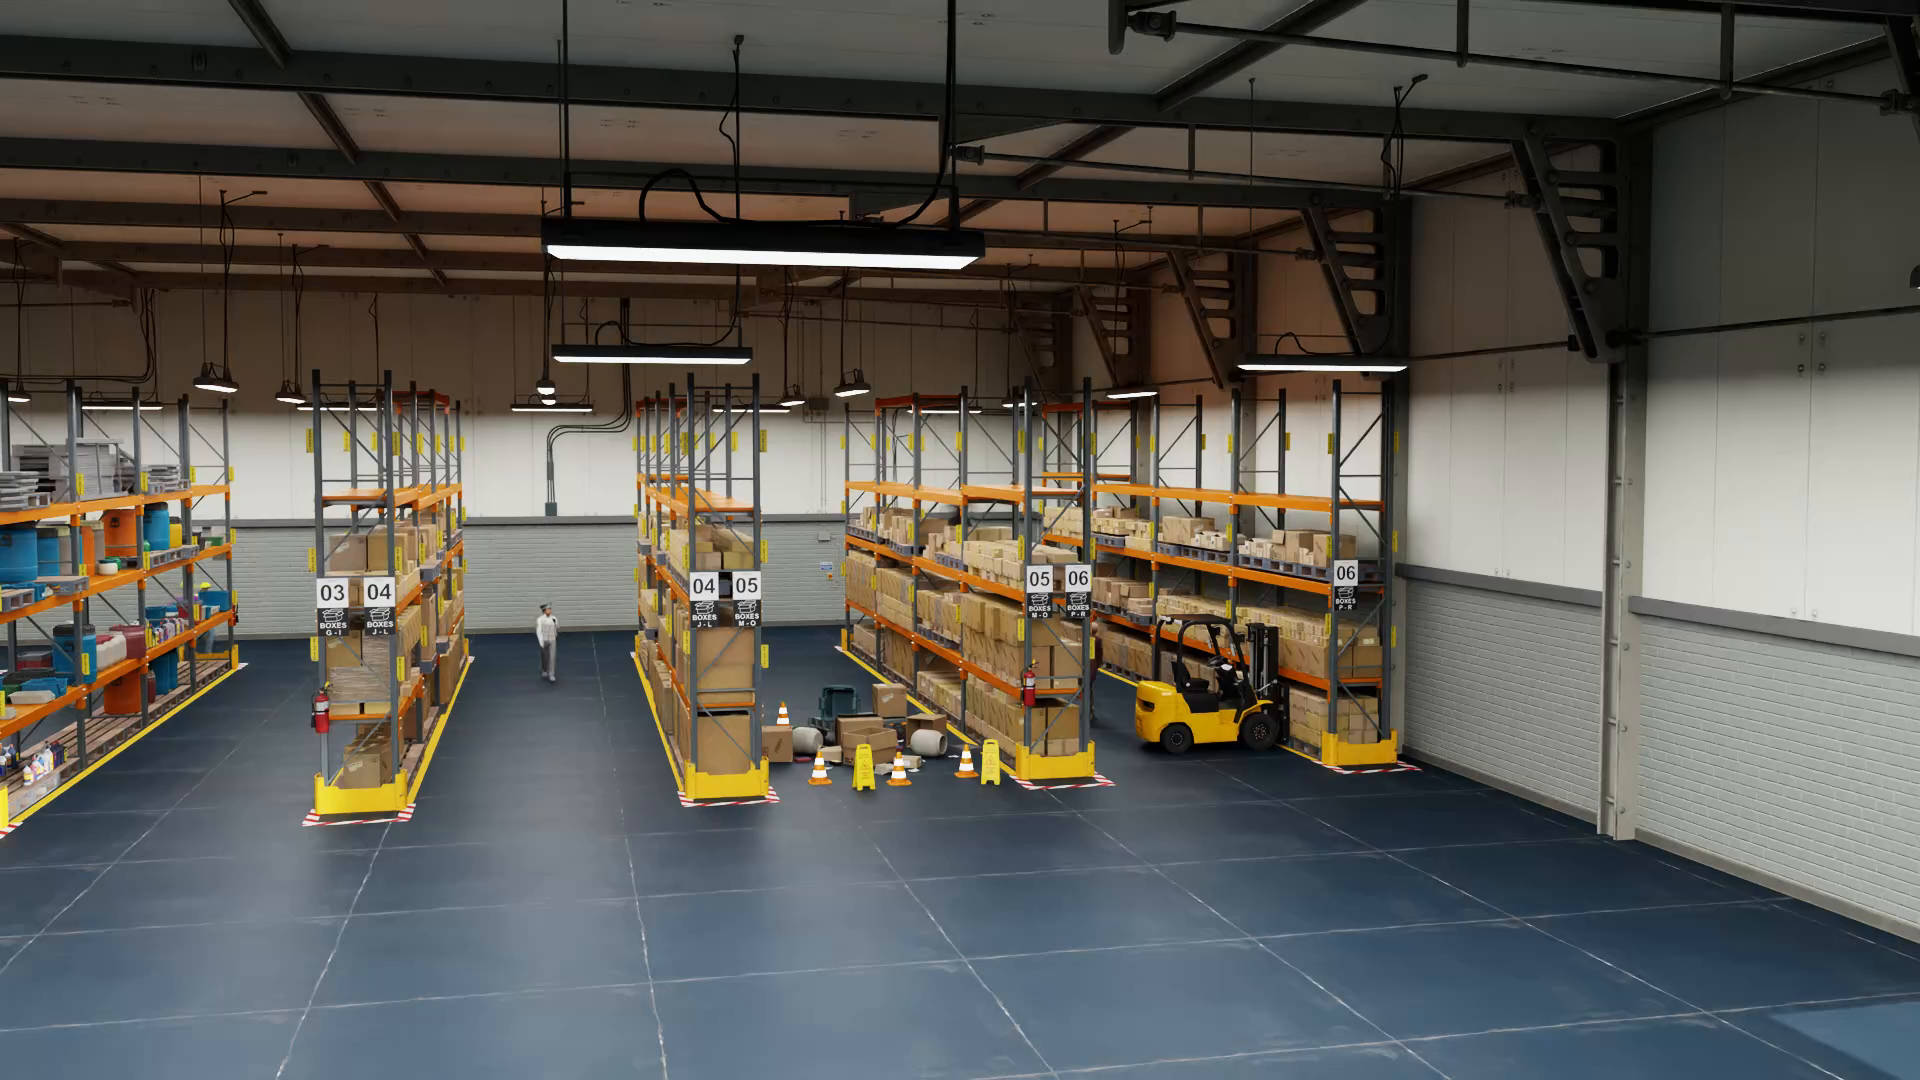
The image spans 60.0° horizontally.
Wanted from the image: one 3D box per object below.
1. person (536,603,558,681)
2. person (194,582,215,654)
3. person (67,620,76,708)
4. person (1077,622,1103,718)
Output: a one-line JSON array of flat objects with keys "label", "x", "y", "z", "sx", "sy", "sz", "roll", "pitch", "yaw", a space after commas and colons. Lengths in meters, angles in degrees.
[{"label": "person", "x": -8.732, "y": 2.141, "z": 35.191, "sx": 0.453, "sy": 1.643, "sz": 0.960, "roll": -1, "pitch": 3, "yaw": -15}, {"label": "person", "x": -17.743, "y": 1.861, "z": 39.041, "sx": 0.638, "sy": 1.747, "sz": 0.608, "roll": 2, "pitch": 4, "yaw": 26}, {"label": "person", "x": -16.776, "y": 2.343, "z": 31.471, "sx": 0.438, "sy": 1.663, "sz": 0.535, "roll": -1, "pitch": 4, "yaw": -22}, {"label": "person", "x": 2.297, "y": 2.389, "z": 30.231, "sx": 0.655, "sy": 1.780, "sz": 0.580, "roll": -1, "pitch": 4, "yaw": -20}]
